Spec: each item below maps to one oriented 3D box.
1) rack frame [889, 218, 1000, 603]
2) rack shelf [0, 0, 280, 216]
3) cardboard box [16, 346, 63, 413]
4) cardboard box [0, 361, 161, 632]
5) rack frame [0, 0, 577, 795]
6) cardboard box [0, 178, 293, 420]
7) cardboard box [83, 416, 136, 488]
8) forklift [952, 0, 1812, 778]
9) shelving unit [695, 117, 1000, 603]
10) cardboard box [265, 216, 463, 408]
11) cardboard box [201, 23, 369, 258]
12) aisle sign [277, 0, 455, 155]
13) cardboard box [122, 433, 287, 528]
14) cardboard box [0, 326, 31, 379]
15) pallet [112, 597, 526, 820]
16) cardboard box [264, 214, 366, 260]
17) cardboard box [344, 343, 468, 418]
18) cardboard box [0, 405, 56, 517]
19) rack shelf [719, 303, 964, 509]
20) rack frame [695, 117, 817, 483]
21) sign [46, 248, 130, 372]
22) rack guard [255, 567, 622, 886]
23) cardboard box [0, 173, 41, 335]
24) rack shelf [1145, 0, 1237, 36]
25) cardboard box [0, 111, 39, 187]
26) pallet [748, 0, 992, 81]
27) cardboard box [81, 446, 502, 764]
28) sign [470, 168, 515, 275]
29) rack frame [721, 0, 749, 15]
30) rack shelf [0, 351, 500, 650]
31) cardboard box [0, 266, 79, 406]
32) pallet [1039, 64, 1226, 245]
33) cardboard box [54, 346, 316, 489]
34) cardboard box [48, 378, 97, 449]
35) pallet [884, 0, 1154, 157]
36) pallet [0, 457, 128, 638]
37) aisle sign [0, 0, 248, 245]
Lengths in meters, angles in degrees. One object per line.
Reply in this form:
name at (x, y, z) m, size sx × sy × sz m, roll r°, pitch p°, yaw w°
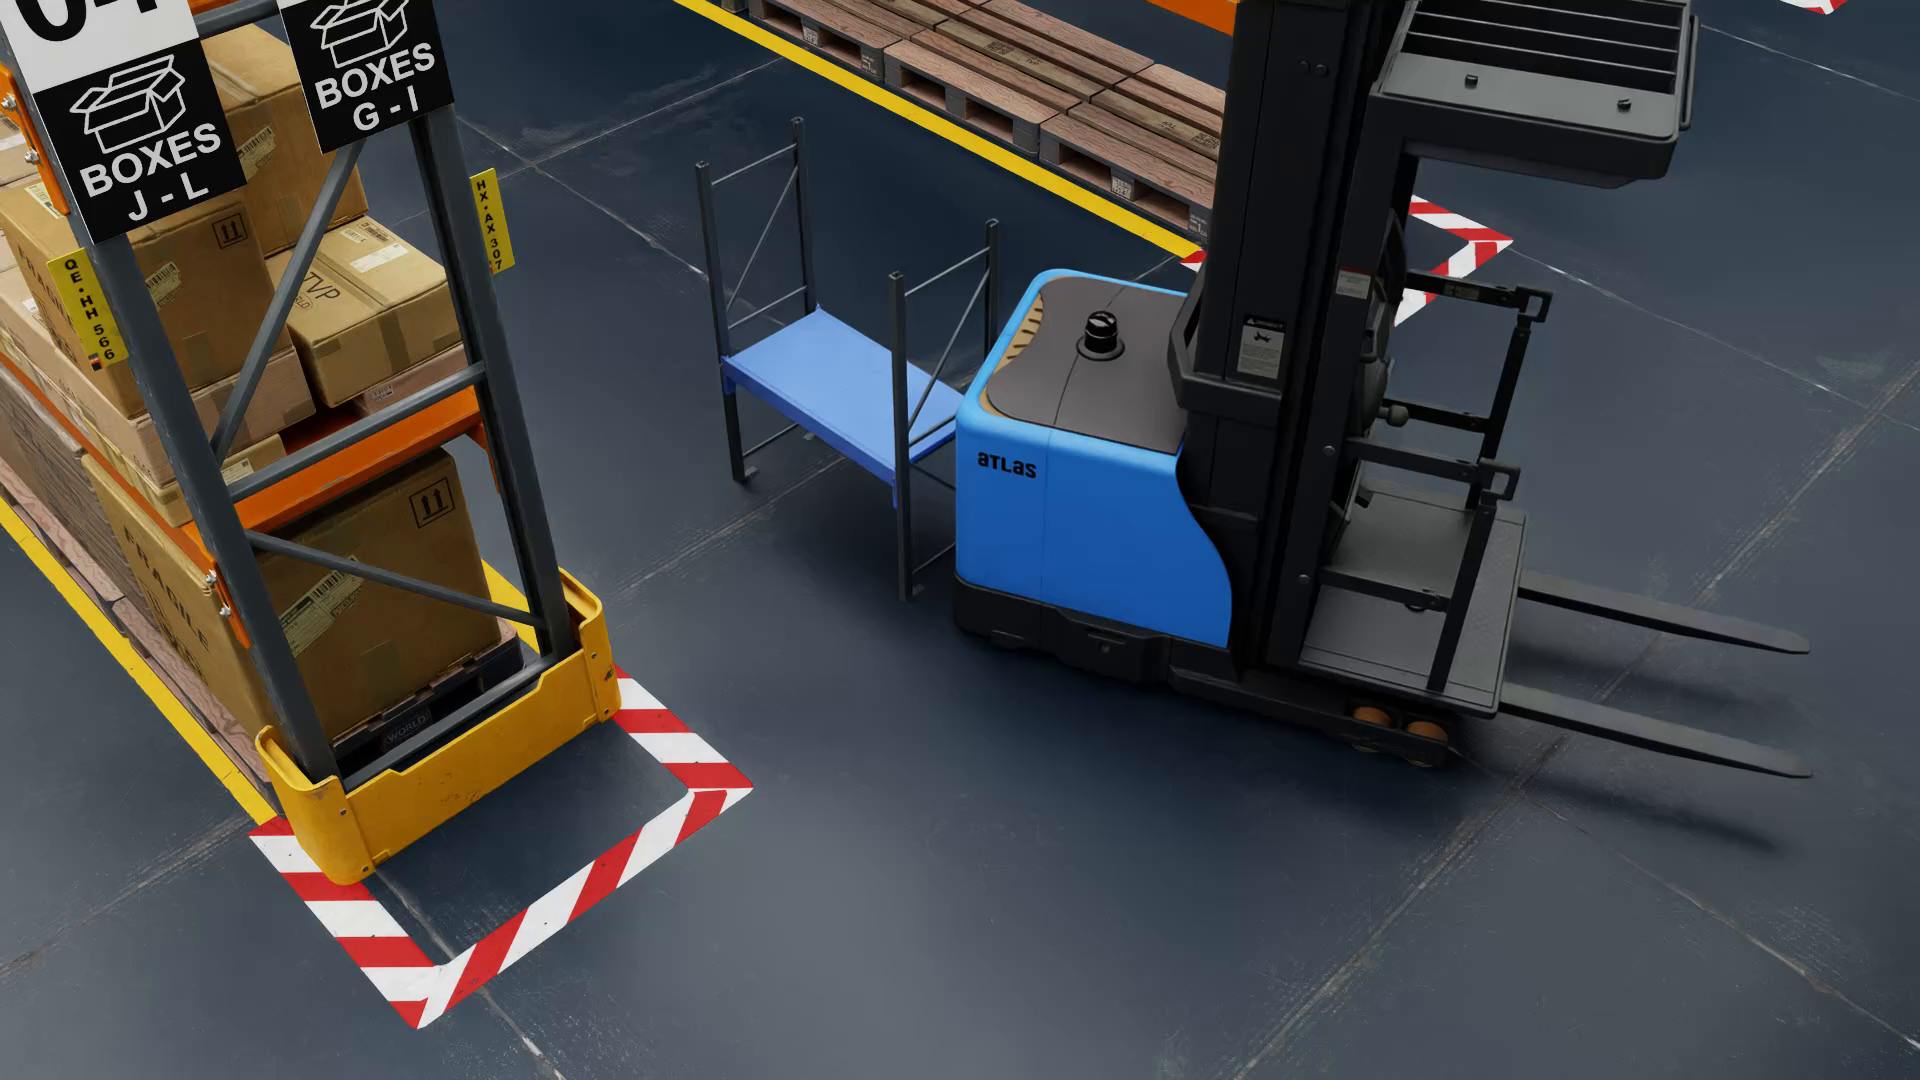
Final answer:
rack frame at (-0.049, -0.433, 6.114) m, size 0.032 × 1.500 × 0.500 m, roll 34°, pitch 52°, yaw 31°
rack shelf at (-3.177, -2.109, 5.142) m, size 1.077 × 0.370 × 4.000 m, roll -34°, pitch 53°, yaw -31°
cardboard box at (-2.787, -0.598, 5.372) m, size 0.380 × 0.149 × 0.250 m, roll -33°, pitch 52°, yaw -31°
cardboard box at (-2.916, -0.391, 6.219) m, size 0.875 × 0.875 × 0.875 m, roll -34°, pitch 53°, yaw -31°
rack frame at (-1.765, -0.311, 4.876) m, size 1.000 × 3.000 × 0.127 m, roll -34°, pitch 53°, yaw -31°
cardboard box at (-2.295, -0.749, 4.689) m, size 0.500 × 0.500 × 0.500 m, roll -33°, pitch 52°, yaw -31°
cardboard box at (-2.434, -0.356, 5.110) m, size 0.380 × 0.149 × 0.250 m, roll -34°, pitch 52°, yaw -31°
forklift at (1.542, -0.684, 5.331) m, size 3.031 × 2.935 × 1.130 m, roll 14°, pitch 45°, yaw 15°
shelving unit at (-0.411, -0.676, 6.376) m, size 1.048 × 1.500 × 0.538 m, roll 34°, pitch 52°, yaw 31°
cardboard box at (-1.913, -0.725, 5.216) m, size 0.500 × 0.250 × 0.500 m, roll 33°, pitch 52°, yaw 30°
cardboard box at (-2.266, -1.241, 5.221) m, size 0.500 × 0.500 × 0.500 m, roll 33°, pitch 52°, yaw 30°
aisle sign at (-1.502, -1.375, 4.112) m, size 0.394 × 0.787 × 0.004 m, roll -34°, pitch 53°, yaw -31°
cardboard box at (-2.250, -0.232, 4.976) m, size 0.380 × 0.149 × 0.250 m, roll -33°, pitch 52°, yaw -31°
cardboard box at (-2.972, -0.722, 5.506) m, size 0.250 × 0.149 × 0.380 m, roll 33°, pitch 52°, yaw 31°
pallet at (-2.385, 0.367, 6.198) m, size 1.003 × 0.211 × 1.213 m, roll -34°, pitch 53°, yaw -31°
cardboard box at (-2.285, -0.972, 5.483) m, size 0.500 × 0.250 × 0.500 m, roll 34°, pitch 52°, yaw 31°
cardboard box at (-1.782, -0.547, 5.317) m, size 0.380 × 0.149 × 0.250 m, roll -33°, pitch 52°, yaw -31°
cardboard box at (-3.545, -0.819, 6.682) m, size 0.875 × 0.875 × 0.875 m, roll -34°, pitch 53°, yaw -31°
rack shelf at (-0.411, -0.544, 6.498) m, size 1.000 × 0.185 × 0.538 m, roll 34°, pitch 52°, yaw 31°
rack frame at (-0.773, -0.918, 6.639) m, size 0.032 × 1.500 × 0.500 m, roll 34°, pitch 52°, yaw 31°
sign at (-2.159, -0.570, 4.129) m, size 0.100 × 0.325 × 0.005 m, roll -34°, pitch 53°, yaw -31°
rack guard at (-1.748, 0.619, 5.712) m, size 1.175 × 0.500 × 0.348 m, roll -34°, pitch 53°, yaw -31°
cardboard box at (-3.013, -0.959, 5.469) m, size 0.500 × 0.250 × 0.500 m, roll 32°, pitch 52°, yaw 30°
rack shelf at (0.329, -3.382, 8.729) m, size 1.077 × 0.370 × 4.000 m, roll -34°, pitch 53°, yaw -31°
cardboard box at (-3.383, -1.208, 5.738) m, size 0.500 × 0.250 × 0.500 m, roll -34°, pitch 52°, yaw -31°
pallet at (-0.536, -3.248, 10.109) m, size 1.003 × 0.211 × 1.213 m, roll -34°, pitch 53°, yaw -31°
cardboard box at (-2.274, 0.046, 5.746) m, size 0.875 × 0.875 × 0.875 m, roll -34°, pitch 53°, yaw -31°
sign at (-1.368, -0.921, 4.840) m, size 0.100 × 0.325 × 0.005 m, roll -34°, pitch 53°, yaw -31°
rack frame at (-1.083, -4.607, 9.525) m, size 1.000 × 3.000 × 0.127 m, roll -34°, pitch 53°, yaw -31°
rack shelf at (-3.177, -1.008, 6.160) m, size 1.077 × 0.370 × 4.000 m, roll -34°, pitch 53°, yaw -31°
cardboard box at (-2.653, -0.715, 5.205) m, size 0.500 × 0.250 × 0.500 m, roll 33°, pitch 52°, yaw 31°
pallet at (1.187, -2.075, 8.841) m, size 1.003 × 0.211 × 1.213 m, roll -34°, pitch 53°, yaw -31°
cardboard box at (-2.295, -0.471, 4.941) m, size 0.500 × 0.250 × 0.500 m, roll 33°, pitch 52°, yaw 31°
cardboard box at (-2.612, -0.478, 5.242) m, size 0.380 × 0.149 × 0.250 m, roll -34°, pitch 52°, yaw -31°
pallet at (0.329, -2.662, 9.475) m, size 1.003 × 0.211 × 1.213 m, roll -34°, pitch 53°, yaw -31°
pallet at (-3.242, -0.220, 6.832) m, size 1.003 × 0.211 × 1.213 m, roll -34°, pitch 53°, yaw -31°
aisle sign at (-1.927, -1.087, 3.801) m, size 0.394 × 0.787 × 0.004 m, roll -34°, pitch 53°, yaw -31°
